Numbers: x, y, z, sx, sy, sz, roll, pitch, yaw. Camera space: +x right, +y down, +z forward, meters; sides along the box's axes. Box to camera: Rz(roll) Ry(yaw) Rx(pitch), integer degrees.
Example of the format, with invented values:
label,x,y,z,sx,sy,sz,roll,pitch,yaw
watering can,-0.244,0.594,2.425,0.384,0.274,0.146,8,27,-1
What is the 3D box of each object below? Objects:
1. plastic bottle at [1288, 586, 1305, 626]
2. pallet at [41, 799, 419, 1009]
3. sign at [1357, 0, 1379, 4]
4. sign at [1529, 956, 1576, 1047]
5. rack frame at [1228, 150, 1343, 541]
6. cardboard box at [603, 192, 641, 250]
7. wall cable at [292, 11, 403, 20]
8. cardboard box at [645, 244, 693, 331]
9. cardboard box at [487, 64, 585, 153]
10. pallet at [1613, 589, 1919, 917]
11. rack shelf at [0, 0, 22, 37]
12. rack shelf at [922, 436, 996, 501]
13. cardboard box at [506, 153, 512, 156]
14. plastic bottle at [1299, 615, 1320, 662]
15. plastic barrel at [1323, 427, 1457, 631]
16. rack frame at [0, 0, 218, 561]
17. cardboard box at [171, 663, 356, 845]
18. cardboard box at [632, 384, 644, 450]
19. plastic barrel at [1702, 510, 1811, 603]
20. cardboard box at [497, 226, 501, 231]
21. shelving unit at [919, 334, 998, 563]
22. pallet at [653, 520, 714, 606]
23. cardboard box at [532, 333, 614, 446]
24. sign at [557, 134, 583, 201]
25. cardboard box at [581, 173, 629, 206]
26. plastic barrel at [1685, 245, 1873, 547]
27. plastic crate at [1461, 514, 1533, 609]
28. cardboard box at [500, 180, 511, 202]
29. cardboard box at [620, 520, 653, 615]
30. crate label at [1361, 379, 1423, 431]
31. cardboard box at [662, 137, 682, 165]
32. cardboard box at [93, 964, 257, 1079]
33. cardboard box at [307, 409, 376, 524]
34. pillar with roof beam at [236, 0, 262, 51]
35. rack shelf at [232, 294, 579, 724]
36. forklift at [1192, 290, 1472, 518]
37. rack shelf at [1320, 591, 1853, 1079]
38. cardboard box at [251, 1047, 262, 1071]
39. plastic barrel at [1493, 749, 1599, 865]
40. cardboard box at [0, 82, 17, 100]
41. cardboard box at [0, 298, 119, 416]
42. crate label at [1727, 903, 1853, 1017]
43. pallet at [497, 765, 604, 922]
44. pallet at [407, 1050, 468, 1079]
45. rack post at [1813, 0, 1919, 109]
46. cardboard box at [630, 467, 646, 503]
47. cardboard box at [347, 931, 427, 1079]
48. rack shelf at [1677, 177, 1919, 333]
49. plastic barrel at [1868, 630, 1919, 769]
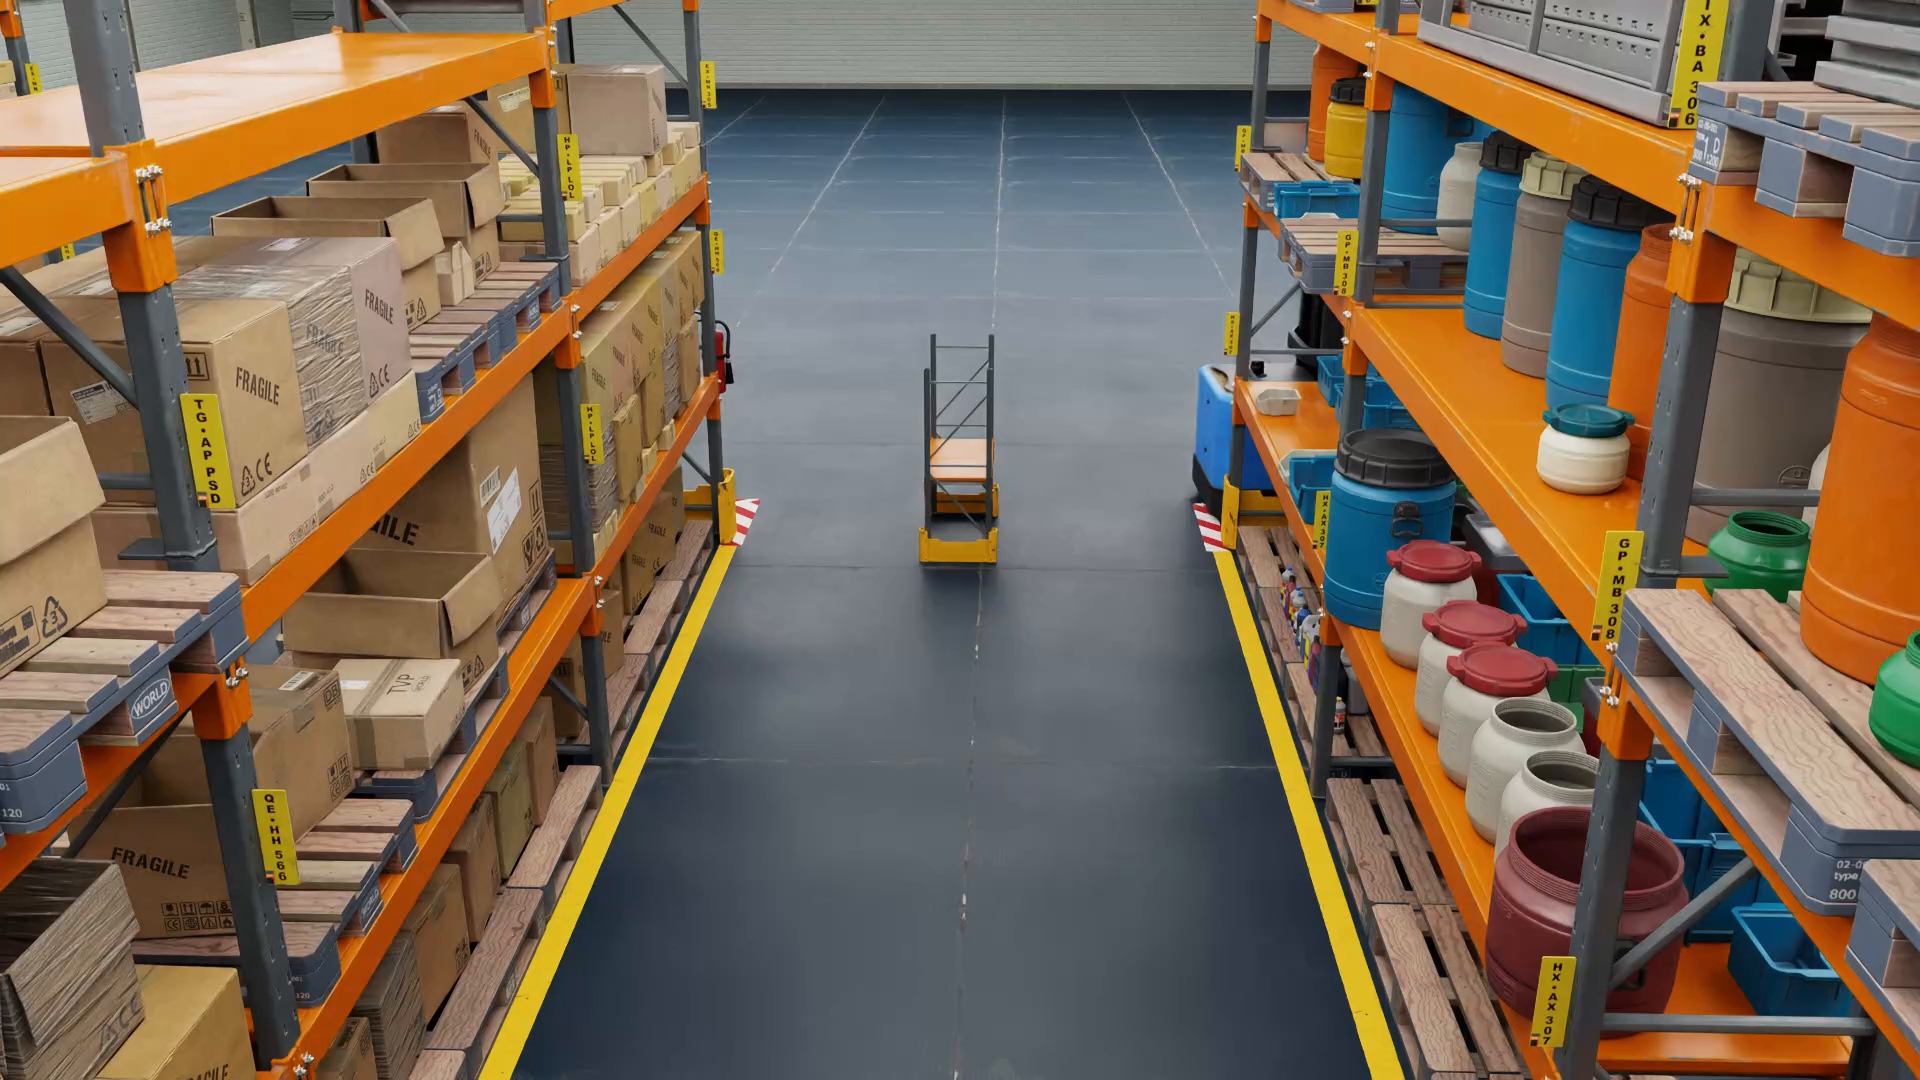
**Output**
label,x,y,z,sx,sy,sz,roll,pitch,yaw
plastic bottle,2.214,0.432,10.932,0.097,0.271,0.097,0,21,0
pallet,-2.688,1.258,5.906,1.213,0.211,1.003,1,21,2
sign,1.920,-2.674,7.770,0.100,0.325,0.005,1,21,2
sign,1.798,1.402,5.043,0.100,0.325,0.005,1,21,2
rack frame,2.591,-1.411,12.519,1.000,3.000,0.127,1,21,2
cardboard box,-2.175,-1.878,9.784,0.500,0.250,0.500,0,21,-1
wall cable,-15.825,-14.633,42.594,3.097,2.526,0.112,1,21,2
cardboard box,-2.139,-1.734,11.421,0.500,0.500,0.500,1,21,2
cardboard box,-2.675,-2.748,10.578,0.500,0.500,0.500,1,21,1
pallet,2.227,0.447,3.845,1.003,0.211,1.213,1,21,2
rack shelf,-7.375,-3.108,10.147,1.077,0.370,4.000,1,21,2
rack shelf,0.003,-0.562,12.902,0.538,0.185,1.000,1,21,2
cardboard box,-2.673,-2.413,10.610,0.380,0.149,0.250,0,21,-1
plastic bottle,2.225,0.619,10.444,0.152,0.276,0.135,1,21,3
plastic barrel,2.155,-0.062,8.349,0.600,0.901,0.708,1,21,2
rack frame,-2.603,-1.370,4.119,1.000,3.000,0.127,1,21,2
cardboard box,-2.710,0.786,6.137,0.700,0.500,0.500,4,22,10
cardboard box,-2.441,-0.729,10.211,0.875,0.500,0.500,1,21,2
plastic barrel,2.304,0.066,4.781,0.294,0.245,0.294,0,21,0
cardboard box,-2.728,-1.515,8.848,0.500,0.250,0.500,1,21,4
shelving unit,0.002,-0.727,12.829,0.587,1.500,1.083,1,21,2
pallet,-2.422,0.155,12.337,1.003,0.211,1.213,1,21,2
cardboard box,-2.214,-0.830,9.091,0.500,0.500,0.500,1,21,2
sign,-1.926,-1.837,8.212,0.100,0.325,0.005,1,21,2
cardboard box,-2.134,-2.027,9.616,0.380,0.149,0.250,0,21,1
plastic barrel,2.590,-0.445,5.190,0.600,0.901,0.600,0,21,0
plastic crate,2.760,0.184,8.320,0.402,0.464,0.583,1,21,2
cardboard box,-2.757,-1.942,9.396,0.380,0.149,0.250,0,21,0
cardboard box,-2.417,0.172,11.313,0.500,0.500,0.500,3,21,7
crate label,2.805,-0.759,10.789,0.502,0.435,0.616,1,21,2
cardboard box,-2.064,-2.592,11.072,0.380,0.149,0.250,1,21,2
cardboard box,-2.370,1.562,4.719,0.500,0.500,0.500,1,21,3
cardboard box,-2.318,-0.254,5.598,0.500,0.250,0.500,1,21,3
pillar with roof beam,-12.933,-14.982,39.202,9.100,9.000,0.400,1,21,2
rack shelf,-2.542,-0.359,6.655,1.077,0.370,4.000,1,21,2
forklift,3.508,-1.680,13.307,3.031,2.935,1.130,-1,21,-2
rack shelf,2.408,1.094,7.058,1.077,0.370,4.000,1,21,2
cardboard box,-2.613,1.795,6.066,0.500,0.250,0.500,1,21,4
plastic barrel,2.165,1.055,6.008,0.421,0.512,0.421,0,21,0
cardboard box,-7.050,-3.086,11.766,0.500,0.250,0.500,1,21,2
cardboard box,-2.839,-0.426,5.005,0.500,0.500,0.500,1,21,3
crate label,2.735,1.411,5.476,0.303,0.233,0.416,1,21,2
pallet,-2.504,1.562,8.710,1.003,0.211,1.213,1,21,2
pallet,-2.578,2.445,6.437,1.003,0.211,1.213,1,21,2
rack post,2.367,-1.018,3.316,0.954,0.300,0.937,1,21,2
cardboard box,-2.127,-0.338,10.100,0.380,0.149,0.250,1,21,2
cardboard box,-2.599,1.944,6.719,0.700,0.500,0.500,-1,21,-3
rack shelf,2.287,-0.070,2.317,1.077,0.370,4.000,1,21,2
plastic barrel,2.086,0.340,3.492,0.294,0.245,0.294,0,21,0
